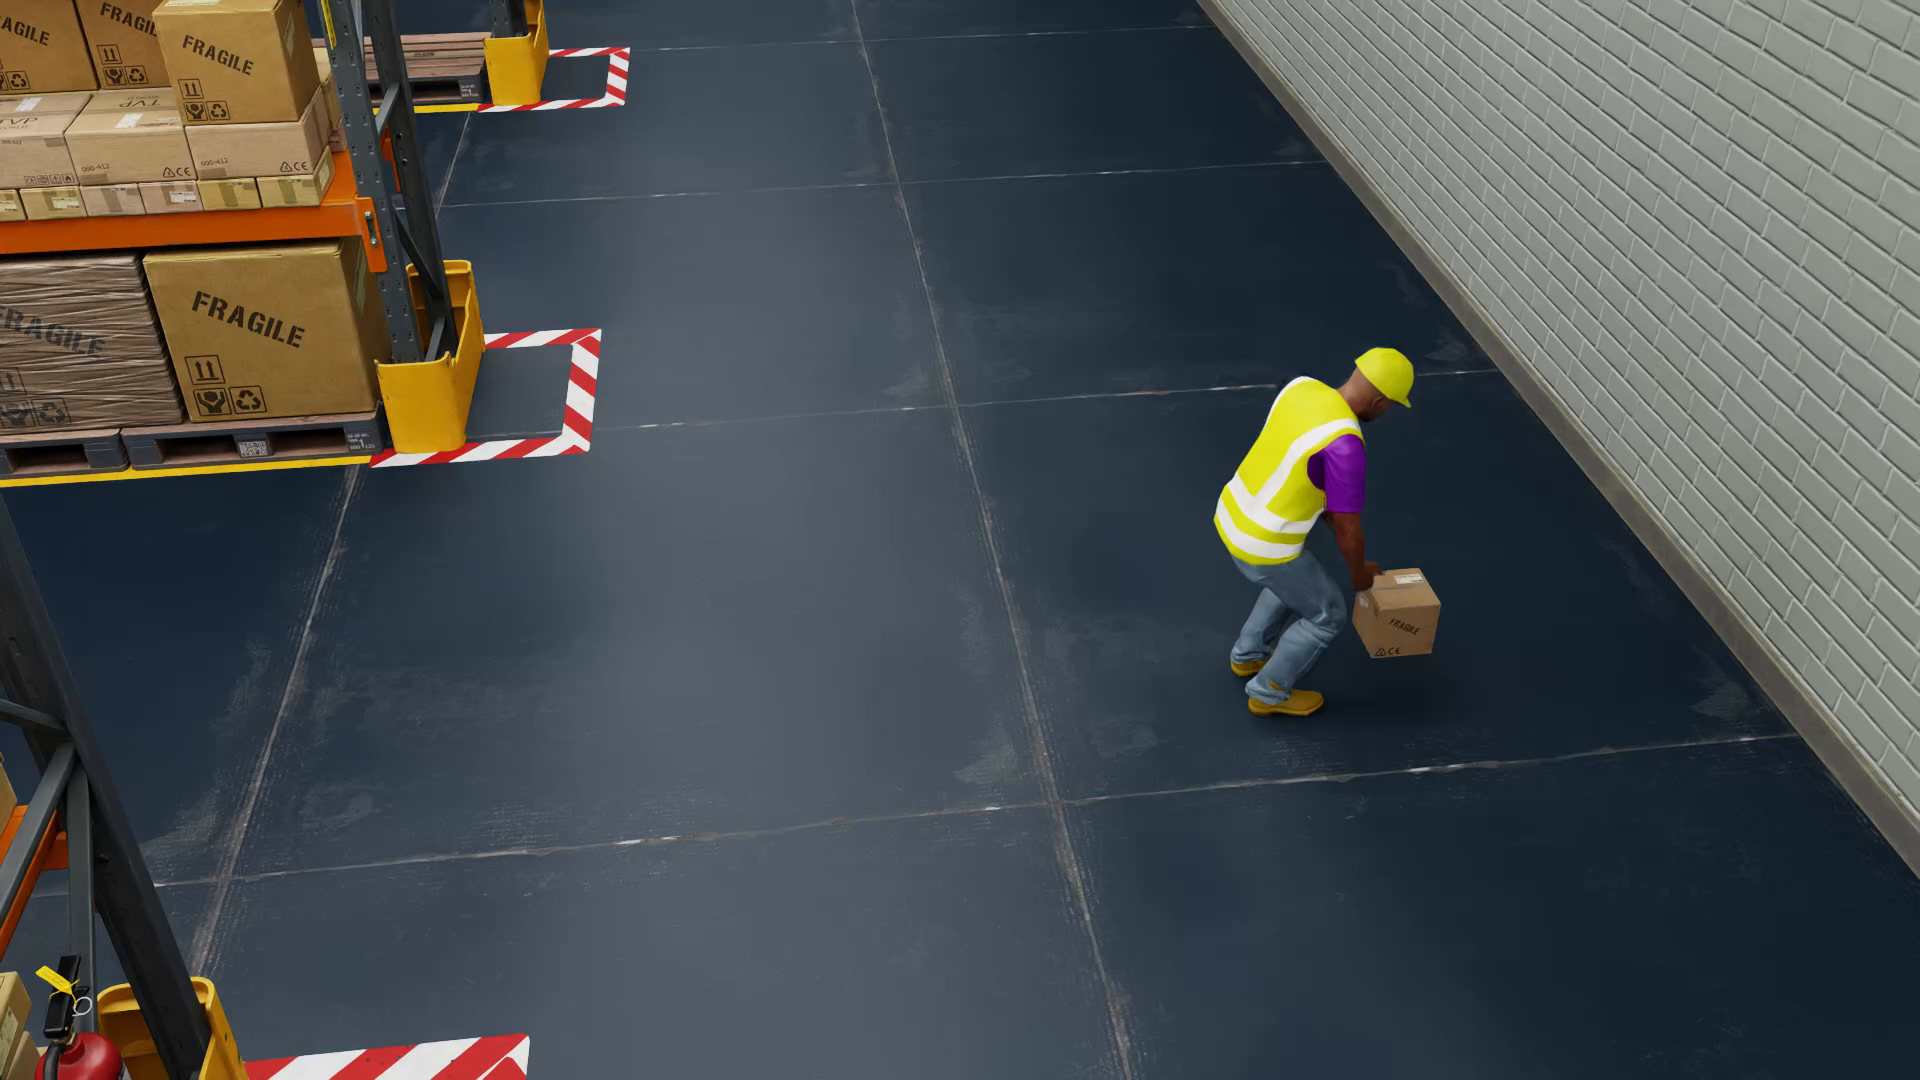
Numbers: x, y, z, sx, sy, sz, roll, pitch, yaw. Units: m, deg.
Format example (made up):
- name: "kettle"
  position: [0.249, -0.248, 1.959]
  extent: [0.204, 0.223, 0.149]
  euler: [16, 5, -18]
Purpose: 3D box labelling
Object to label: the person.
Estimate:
- name: "person"
  position: [1.325, -0.049, 6.415]
  extent: [0.687, 1.517, 0.627]
  euler: [-4, 35, -6]
